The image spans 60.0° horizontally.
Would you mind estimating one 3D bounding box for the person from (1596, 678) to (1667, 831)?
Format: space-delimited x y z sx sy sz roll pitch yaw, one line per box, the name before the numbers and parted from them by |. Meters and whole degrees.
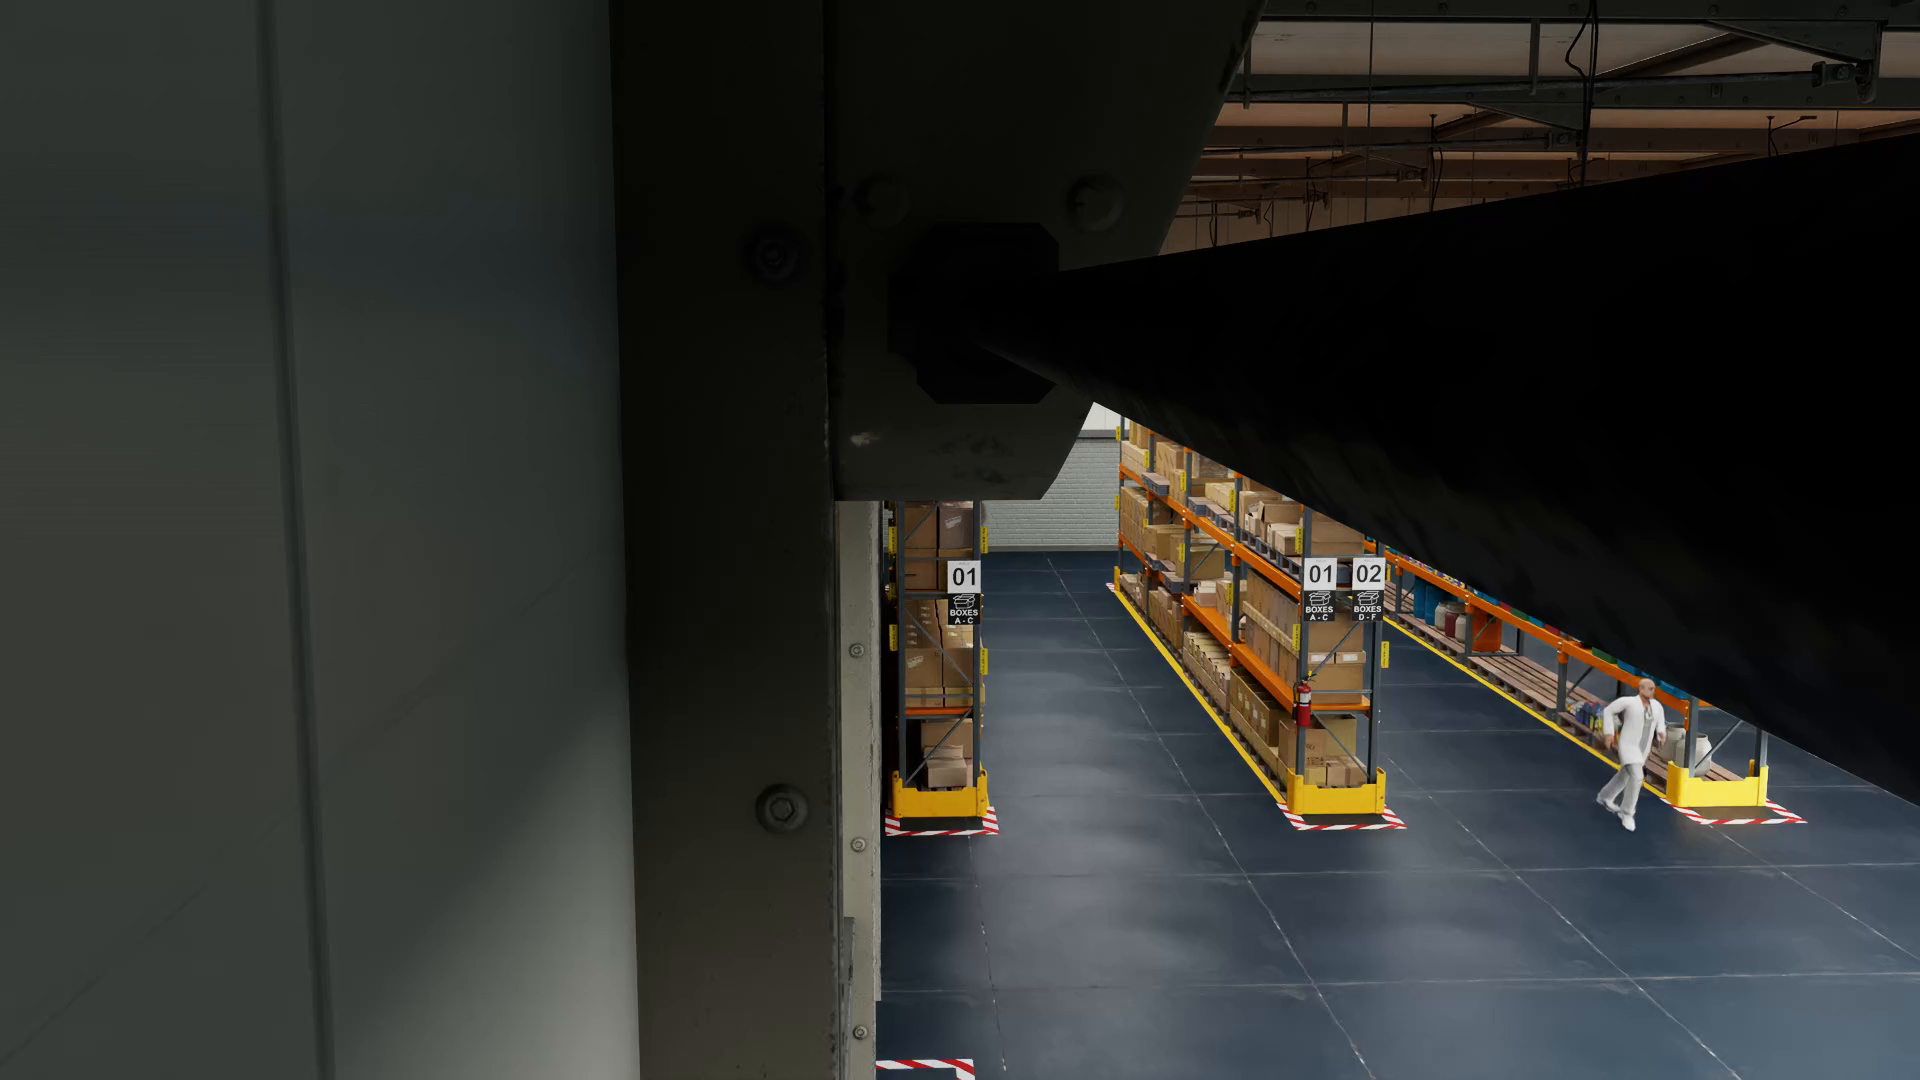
person | 8.181 2.541 20.239 0.742 1.758 0.910 -3 9 -20
